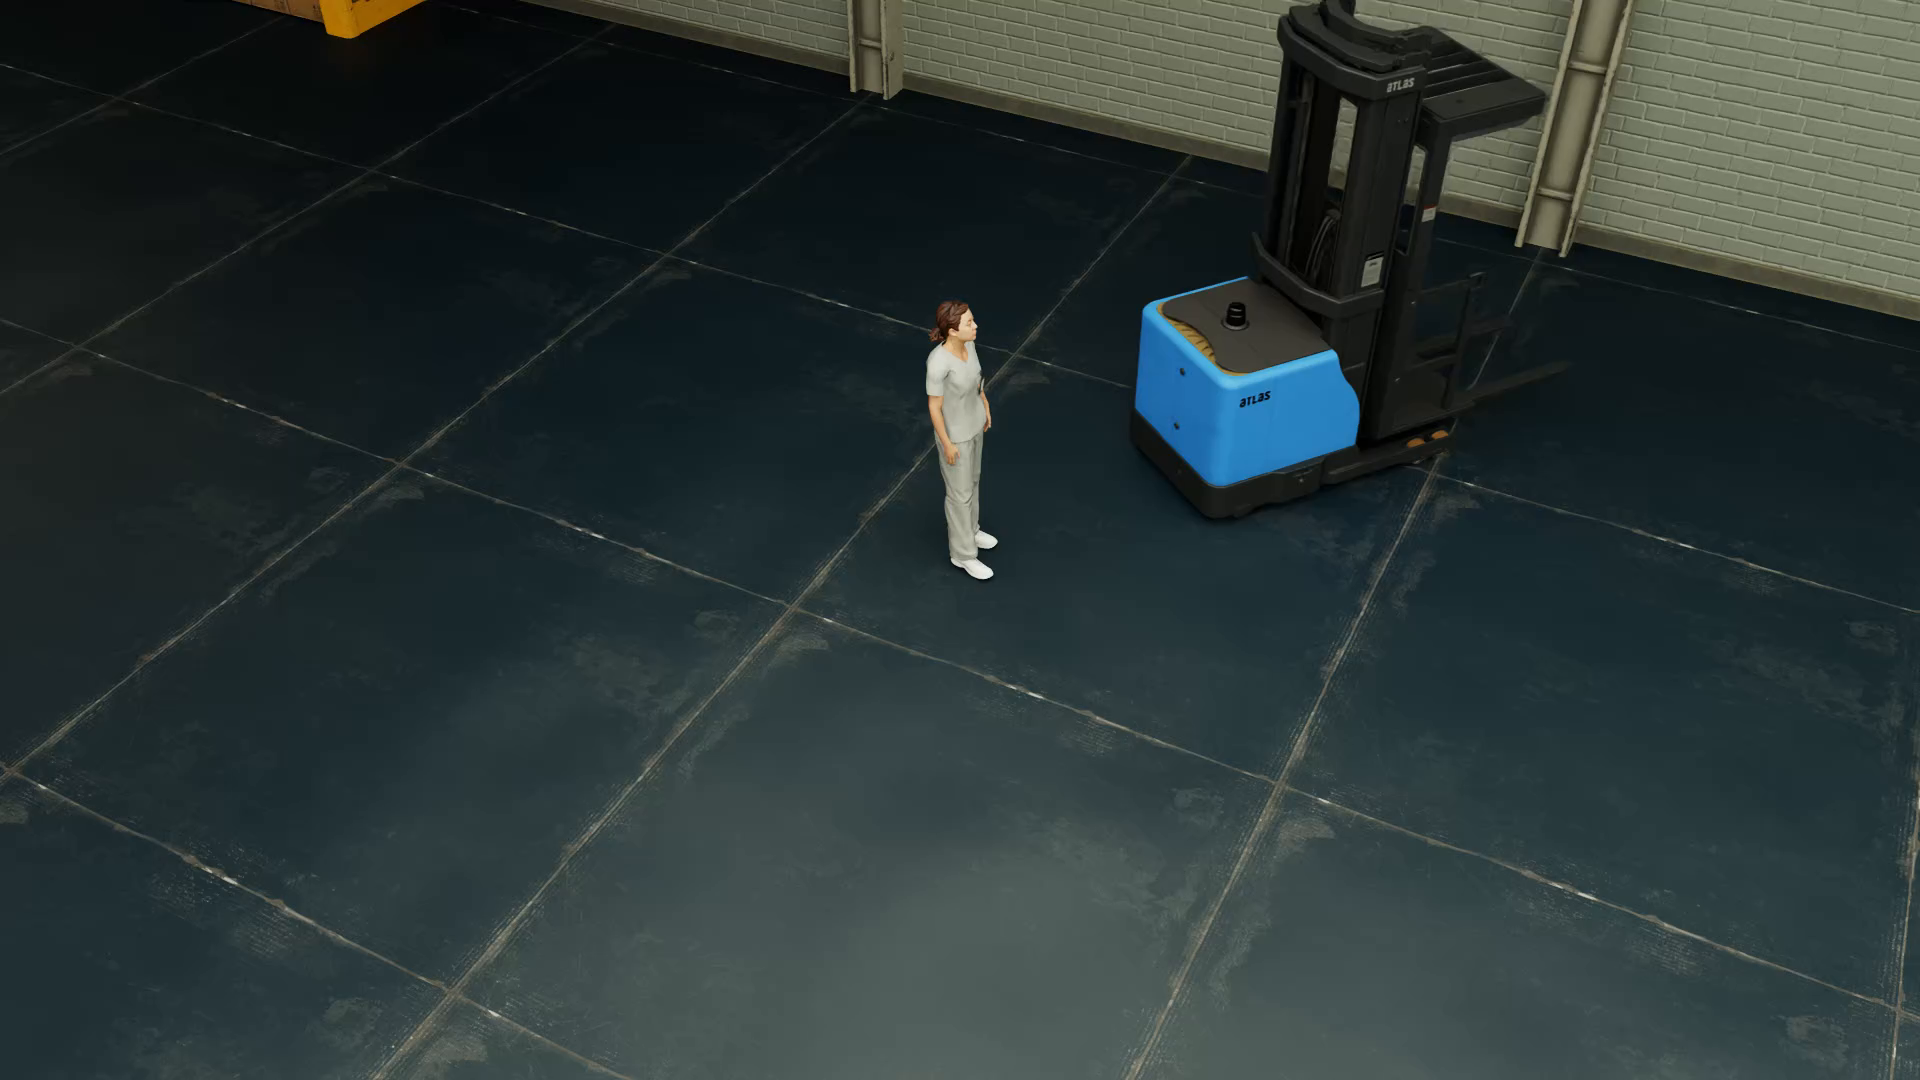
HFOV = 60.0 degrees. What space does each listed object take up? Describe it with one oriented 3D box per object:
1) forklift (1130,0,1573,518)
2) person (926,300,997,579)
[{"bbox_3d":[2.676,-1.908,10.252,3.031,2.935,1.130,-17,43,-20],"label":"forklift"},{"bbox_3d":[0.059,-0.617,9.683,0.549,1.675,0.550,18,43,21],"label":"person"}]
